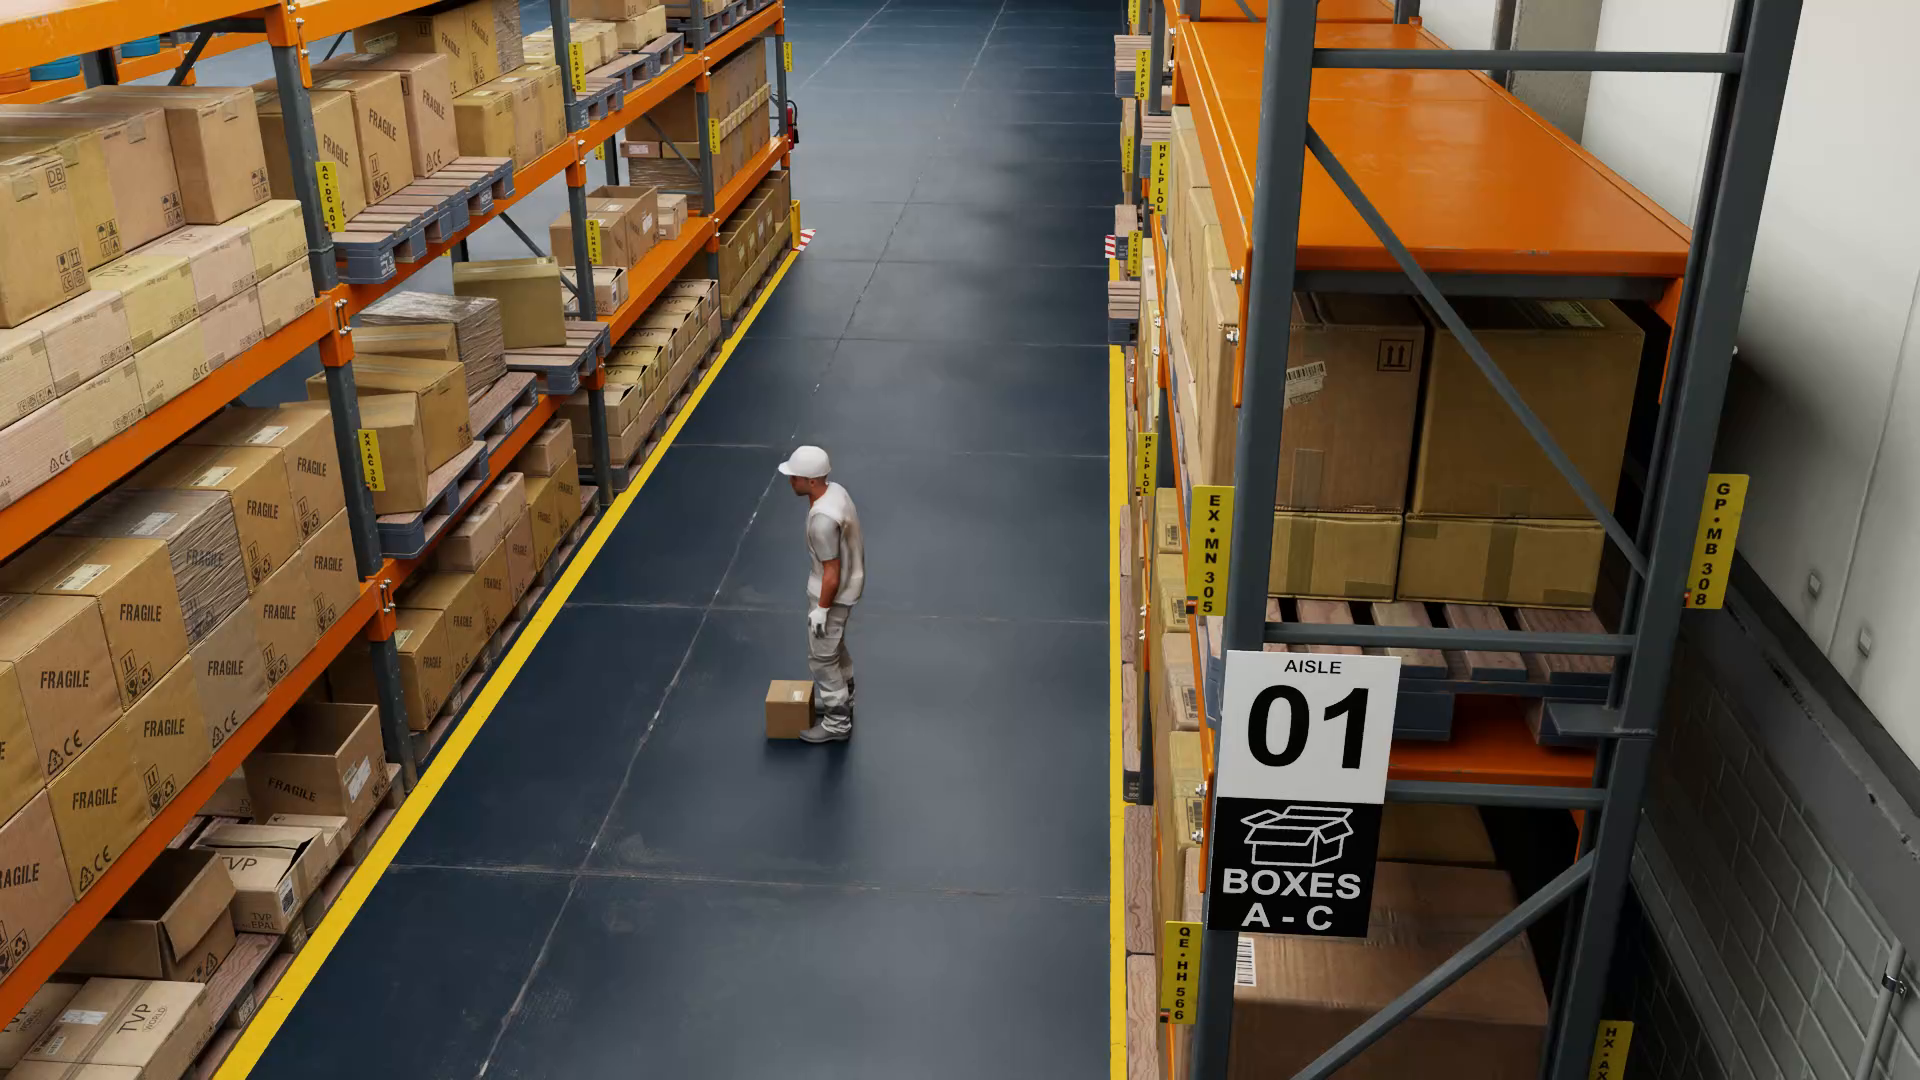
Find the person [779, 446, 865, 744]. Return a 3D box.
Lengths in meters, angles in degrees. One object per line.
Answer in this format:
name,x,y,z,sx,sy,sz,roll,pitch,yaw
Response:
person,-0.756,0.297,9.338,0.451,1.778,0.612,0,24,1
